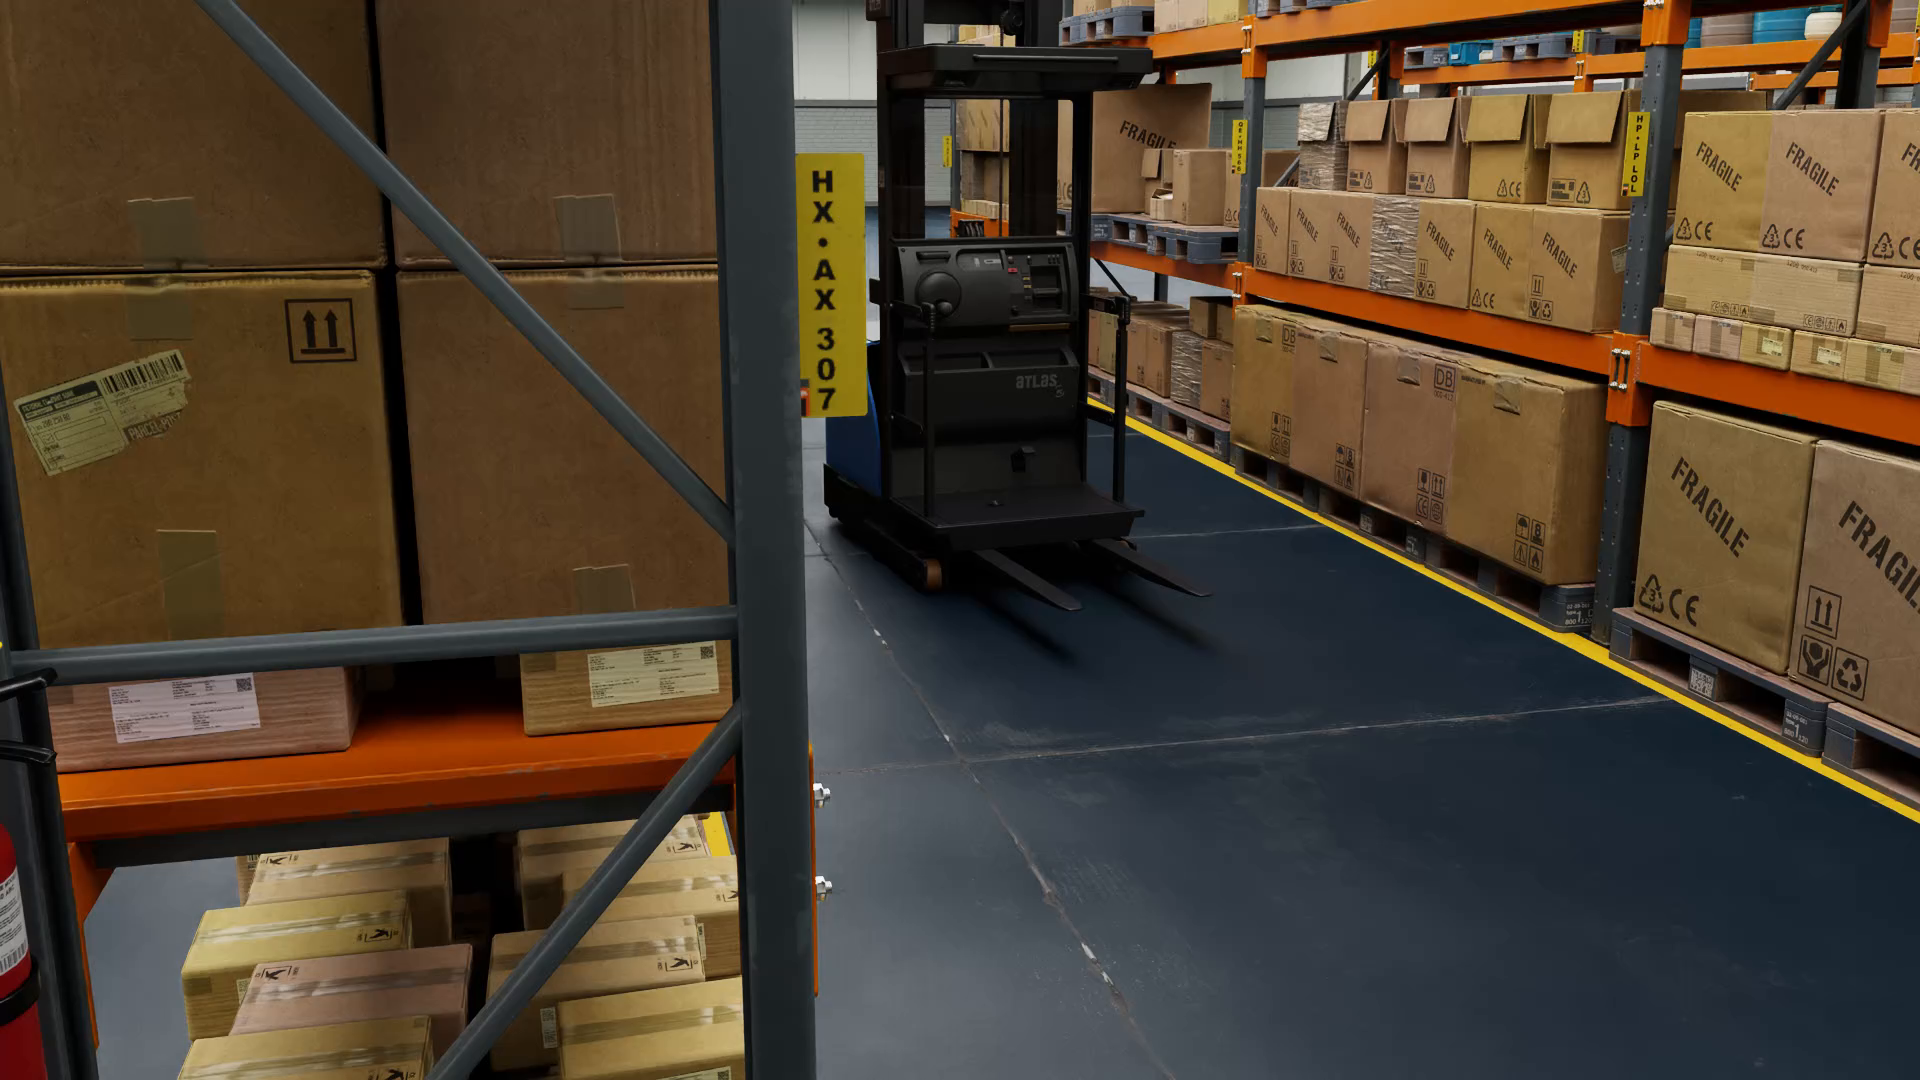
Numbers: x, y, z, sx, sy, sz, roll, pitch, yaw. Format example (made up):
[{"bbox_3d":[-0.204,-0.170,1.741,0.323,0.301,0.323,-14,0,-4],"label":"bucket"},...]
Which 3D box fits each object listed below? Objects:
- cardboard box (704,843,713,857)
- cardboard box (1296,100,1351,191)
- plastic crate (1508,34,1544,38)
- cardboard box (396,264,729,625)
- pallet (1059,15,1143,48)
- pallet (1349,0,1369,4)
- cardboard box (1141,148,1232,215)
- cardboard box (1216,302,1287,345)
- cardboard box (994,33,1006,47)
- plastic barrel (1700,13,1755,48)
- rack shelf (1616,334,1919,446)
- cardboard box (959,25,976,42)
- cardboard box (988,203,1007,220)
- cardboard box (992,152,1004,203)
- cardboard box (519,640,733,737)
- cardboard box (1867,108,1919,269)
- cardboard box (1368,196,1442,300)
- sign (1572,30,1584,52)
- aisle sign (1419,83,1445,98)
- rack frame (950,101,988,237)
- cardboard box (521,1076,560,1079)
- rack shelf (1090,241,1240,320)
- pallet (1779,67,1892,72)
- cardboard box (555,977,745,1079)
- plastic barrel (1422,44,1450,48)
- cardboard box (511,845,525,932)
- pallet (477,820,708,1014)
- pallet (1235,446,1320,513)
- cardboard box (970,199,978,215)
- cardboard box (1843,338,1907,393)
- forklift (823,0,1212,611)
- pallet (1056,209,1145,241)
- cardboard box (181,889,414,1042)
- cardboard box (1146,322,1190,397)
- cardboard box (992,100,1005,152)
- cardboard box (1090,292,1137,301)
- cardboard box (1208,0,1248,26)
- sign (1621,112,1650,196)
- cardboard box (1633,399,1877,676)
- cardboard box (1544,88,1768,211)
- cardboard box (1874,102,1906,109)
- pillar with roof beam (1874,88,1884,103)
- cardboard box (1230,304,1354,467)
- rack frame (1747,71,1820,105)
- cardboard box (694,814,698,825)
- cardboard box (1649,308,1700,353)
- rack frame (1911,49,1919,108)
[{"bbox_3d":[-0.792,0.885,4.108,0.380,0.149,0.250,-4,14,-16],"label":"cardboard box"},{"bbox_3d":[2.428,-2.329,9.814,0.797,0.503,0.637,-3,14,-11],"label":"cardboard box"},{"bbox_3d":[5.948,-5.110,17.238,0.392,0.384,0.575,-3,14,-13],"label":"plastic crate"},{"bbox_3d":[-0.531,-0.176,2.489,0.500,0.500,0.500,-3,14,-11],"label":"cardboard box"},{"bbox_3d":[1.374,-4.103,13.476,1.213,0.211,1.003,-3,14,-13],"label":"pallet"},{"bbox_3d":[2.740,-2.924,8.655,1.003,0.211,1.213,-3,14,-11],"label":"pallet"},{"bbox_3d":[1.829,-2.745,12.739,0.797,0.503,0.637,-2,14,-7],"label":"cardboard box"},{"bbox_3d":[2.085,-1.479,11.421,0.500,0.250,0.500,-3,14,-11],"label":"cardboard box"},{"bbox_3d":[0.622,-4.714,15.897,0.500,0.250,0.500,-3,14,-12],"label":"cardboard box"},{"bbox_3d":[6.631,-4.606,14.083,0.600,0.901,0.600,0,14,0],"label":"plastic barrel"},{"bbox_3d":[3.681,-0.229,5.059,1.077,0.370,4.000,-3,14,-13],"label":"rack shelf"},{"bbox_3d":[0.200,-5.244,17.228,0.380,0.149,0.250,-3,14,-12],"label":"cardboard box"},{"bbox_3d":[0.486,-3.256,16.461,0.380,0.149,0.250,-3,14,-13],"label":"cardboard box"},{"bbox_3d":[0.805,-3.646,16.694,0.875,0.500,0.500,-3,14,-13],"label":"cardboard box"},{"bbox_3d":[-0.452,0.165,2.460,0.380,0.149,0.250,-3,14,-14],"label":"cardboard box"},{"bbox_3d":[3.310,-1.117,5.288,0.500,0.500,0.500,-4,14,-15],"label":"cardboard box"},{"bbox_3d":[2.484,-1.531,8.665,0.500,0.500,0.500,-3,14,-13],"label":"cardboard box"},{"bbox_3d":[5.610,-4.595,15.074,0.100,0.325,0.005,-3,14,-13],"label":"sign"},{"bbox_3d":[5.479,-5.380,19.151,0.394,0.787,0.004,-3,14,-13],"label":"aisle sign"},{"bbox_3d":[0.393,-3.808,18.194,1.000,3.000,0.127,-3,14,-13],"label":"rack frame"},{"bbox_3d":[-0.568,1.037,2.856,0.380,0.149,0.250,-3,14,-11],"label":"cardboard box"},{"bbox_3d":[1.802,-2.074,12.613,1.077,0.370,4.000,-3,14,-13],"label":"rack shelf"},{"bbox_3d":[10.164,-5.609,19.431,1.003,0.211,1.213,-3,14,-13],"label":"pallet"},{"bbox_3d":[-0.487,0.888,2.839,0.380,0.149,0.250,-4,14,-16],"label":"cardboard box"},{"bbox_3d":[5.445,-5.849,18.437,0.600,0.830,0.708,-3,14,-13],"label":"plastic barrel"},{"bbox_3d":[-0.830,0.798,3.834,0.380,0.149,0.250,-4,14,-16],"label":"cardboard box"},{"bbox_3d":[-1.151,1.003,4.377,1.003,0.211,1.213,-3,14,-13],"label":"pallet"},{"bbox_3d":[2.384,-0.422,10.209,1.003,0.211,1.213,-3,14,-13],"label":"pallet"},{"bbox_3d":[0.312,-3.490,17.420,0.380,0.149,0.250,-3,14,-13],"label":"cardboard box"},{"bbox_3d":[3.205,-0.590,5.551,0.380,0.149,0.250,-3,14,-14],"label":"cardboard box"},{"bbox_3d":[0.222,-1.284,8.008,1.130,2.935,3.031,-5,15,-20],"label":"forklift"},{"bbox_3d":[1.371,-2.608,13.684,1.003,0.211,1.213,-3,14,-13],"label":"pallet"},{"bbox_3d":[-1.252,0.806,3.175,0.380,0.149,0.250,-4,14,-14],"label":"cardboard box"},{"bbox_3d":[1.813,-1.373,12.567,0.700,0.500,0.500,-2,14,-8],"label":"cardboard box"},{"bbox_3d":[0.610,-3.999,16.030,0.500,0.500,0.500,-3,14,-13],"label":"cardboard box"},{"bbox_3d":[1.277,-1.969,15.050,0.500,0.500,0.500,-4,14,-15],"label":"cardboard box"},{"bbox_3d":[1.922,-3.443,10.694,0.500,0.250,0.500,-3,14,-13],"label":"cardboard box"},{"bbox_3d":[2.686,-1.531,6.601,0.100,0.325,0.005,-3,14,-13],"label":"sign"},{"bbox_3d":[3.289,-0.055,6.423,0.875,0.875,0.875,-3,14,-13],"label":"cardboard box"},{"bbox_3d":[3.053,-1.722,7.333,0.797,0.503,0.637,-4,14,-15],"label":"cardboard box"},{"bbox_3d":[10.499,-4.565,18.346,0.700,0.500,0.500,-3,14,-13],"label":"cardboard box"},{"bbox_3d":[10.249,-8.582,25.092,9.100,9.000,0.400,-3,14,-13],"label":"pillar with roof beam"},{"bbox_3d":[2.414,-0.974,10.185,1.225,0.875,0.875,-4,14,-16],"label":"cardboard box"},{"bbox_3d":[10.023,-4.359,20.450,1.000,3.000,0.127,-3,14,-13],"label":"rack frame"},{"bbox_3d":[-0.798,0.649,3.819,0.380,0.149,0.250,-3,14,-11],"label":"cardboard box"},{"bbox_3d":[2.957,-0.831,6.537,0.380,0.149,0.250,-3,14,-13],"label":"cardboard box"},{"bbox_3d":[7.086,-2.239,11.769,1.000,3.000,0.127,-3,14,-13],"label":"rack frame"}]
